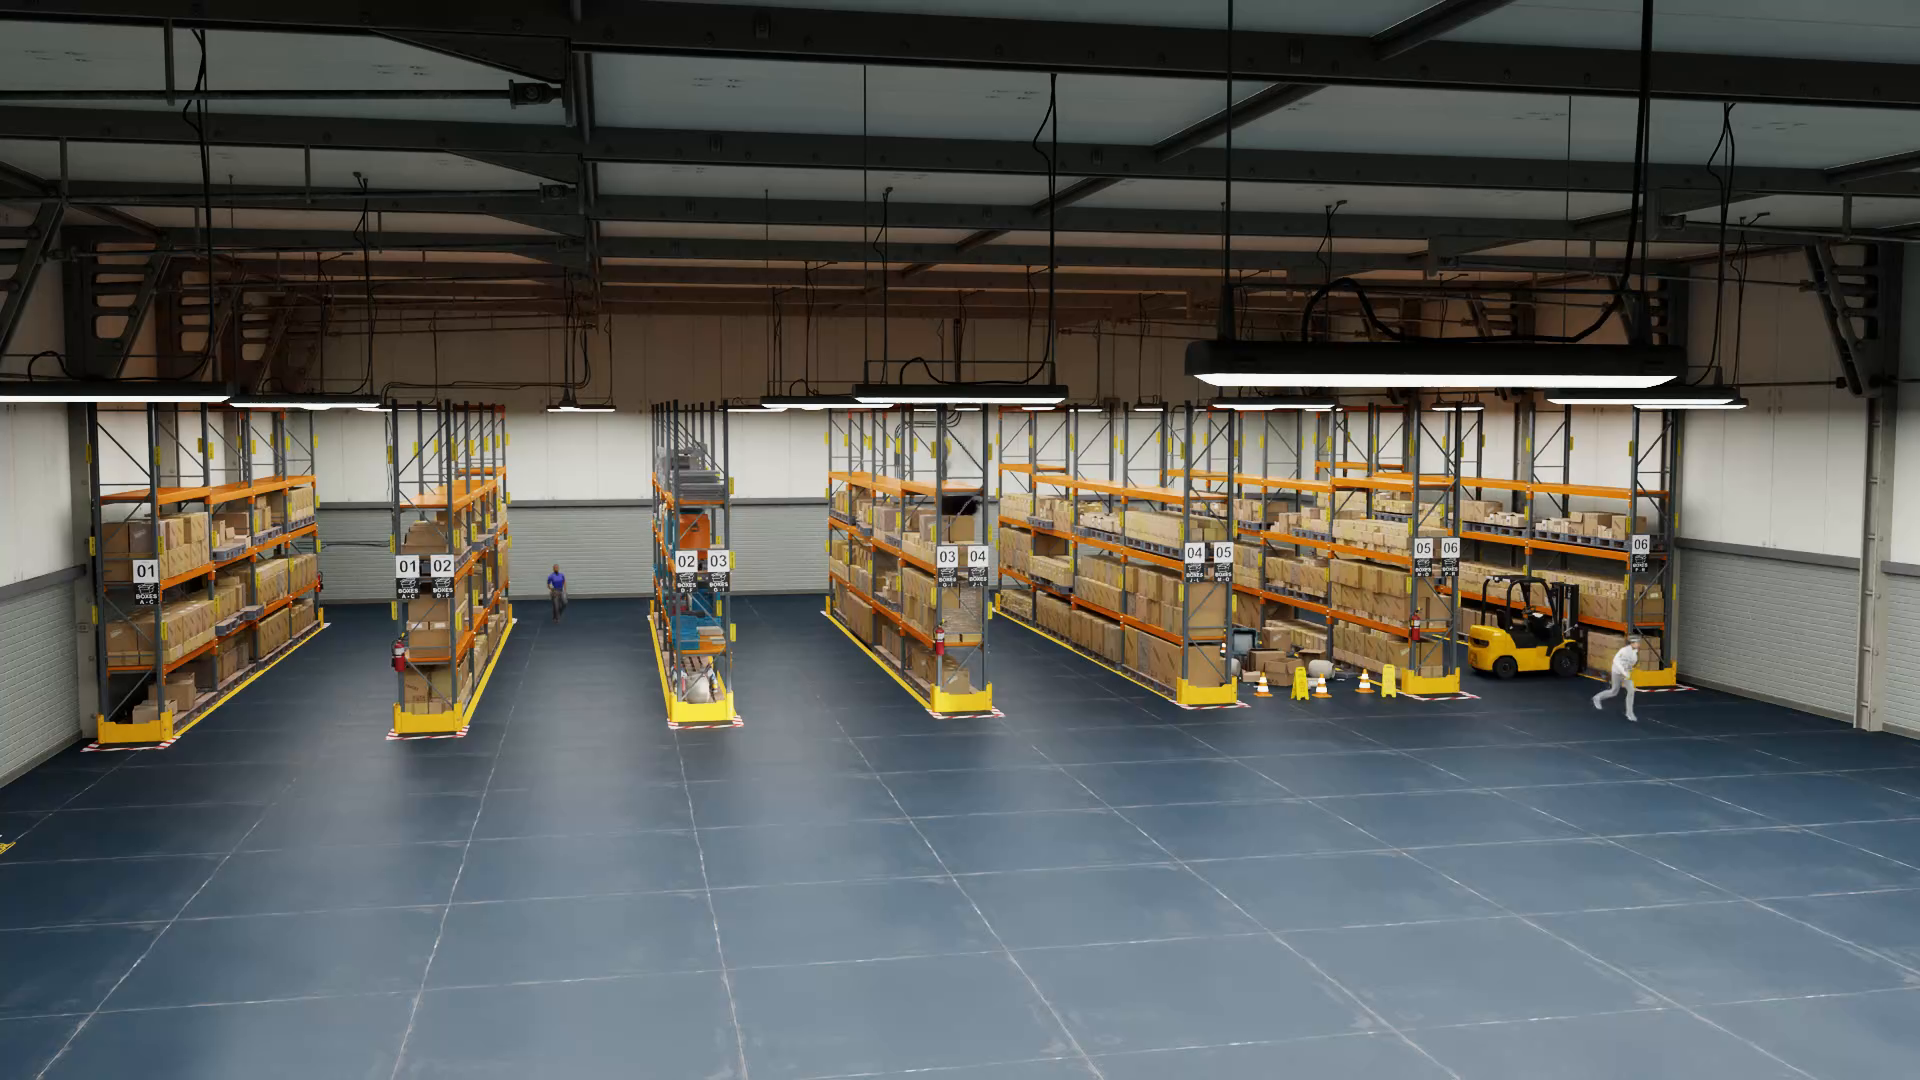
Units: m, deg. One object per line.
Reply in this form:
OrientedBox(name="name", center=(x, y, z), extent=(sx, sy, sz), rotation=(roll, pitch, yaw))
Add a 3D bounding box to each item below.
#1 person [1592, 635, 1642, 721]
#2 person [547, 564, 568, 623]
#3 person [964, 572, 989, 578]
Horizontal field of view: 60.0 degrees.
OrientedBox(name="person", center=(12.458, 2.571, 31.515), extent=(0.646, 1.630, 0.960), rotation=(-4, 6, -40))
OrientedBox(name="person", center=(-11.041, 1.473, 45.724), extent=(0.596, 1.622, 0.544), rotation=(-3, 5, -38))
OrientedBox(name="person", center=(0.406, 1.330, 47.072), extent=(0.856, 1.774, 0.656), rotation=(0, 4, 4))
